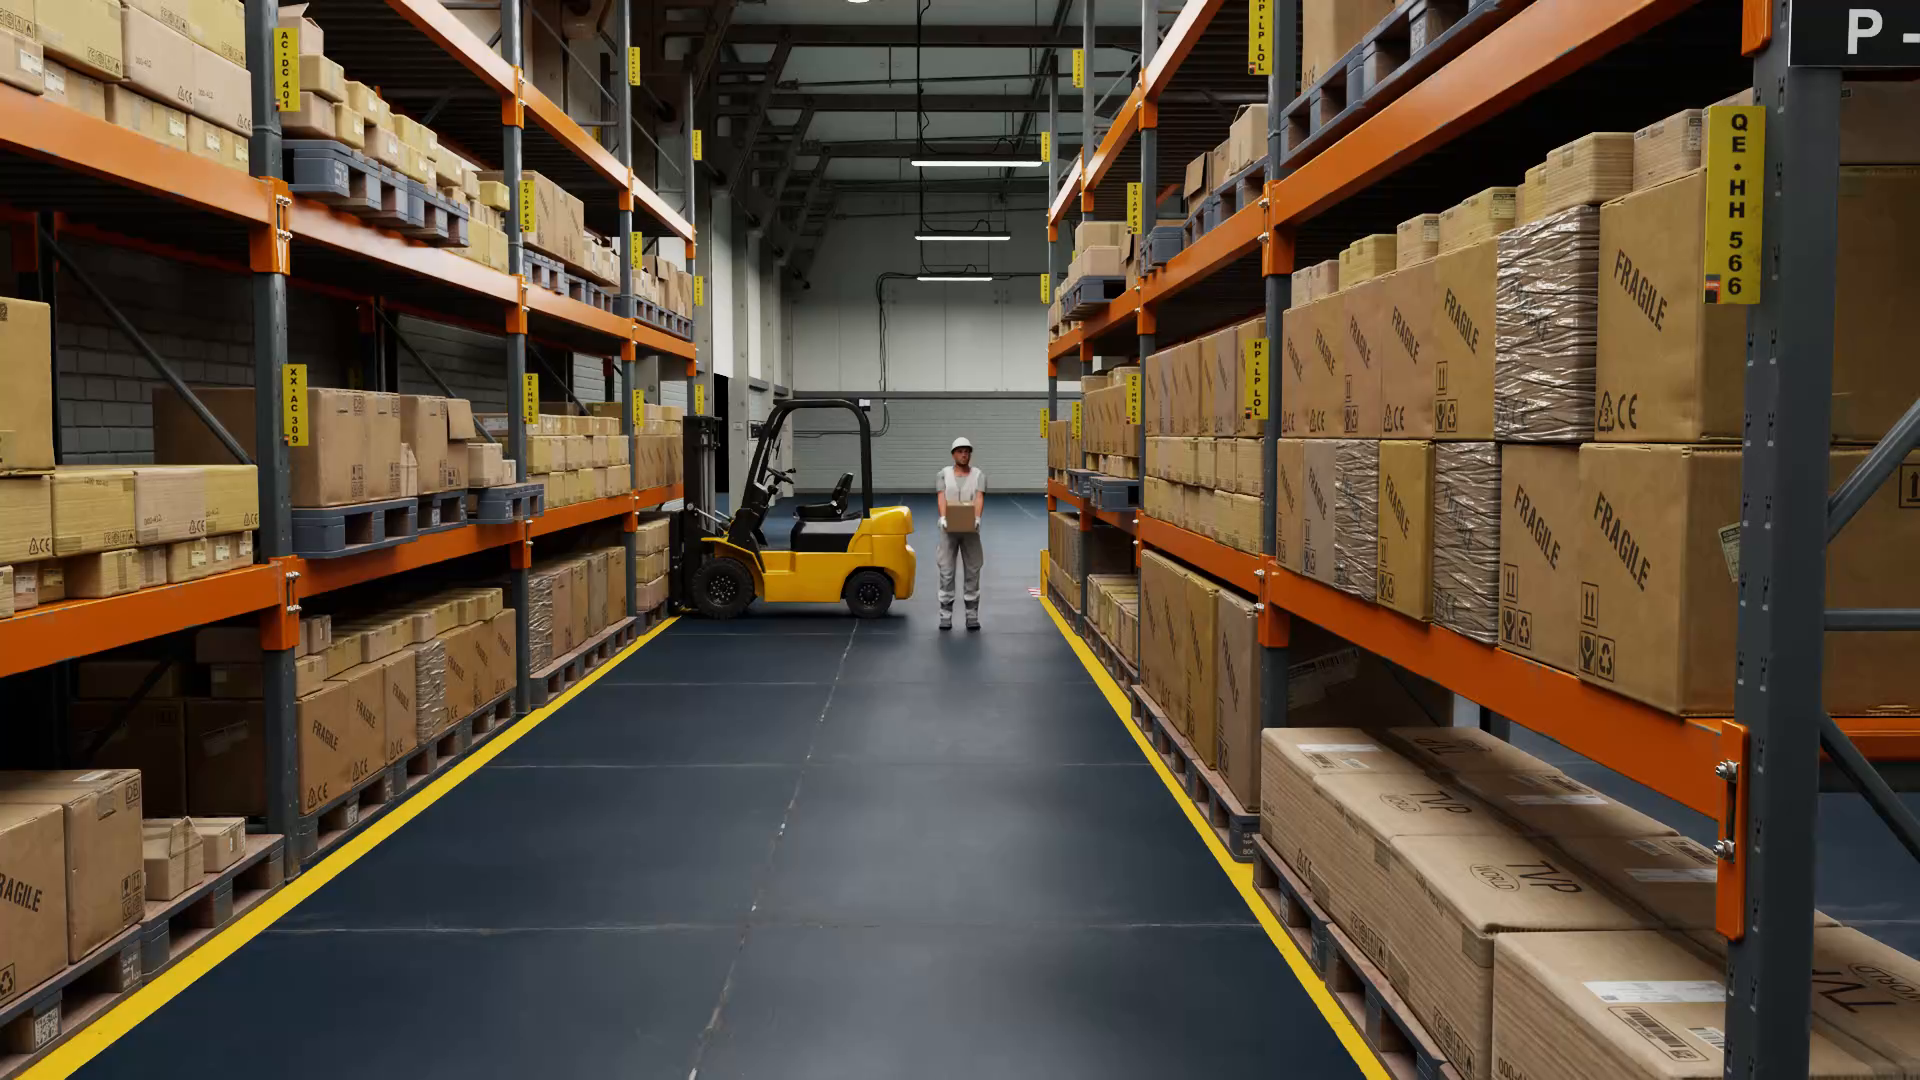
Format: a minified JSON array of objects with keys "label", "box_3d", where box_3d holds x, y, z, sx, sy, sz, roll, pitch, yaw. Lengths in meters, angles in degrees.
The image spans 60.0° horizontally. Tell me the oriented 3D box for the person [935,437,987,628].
[{"label":"person","box_3d":[0.014,-0.063,15.497,0.494,1.783,0.557,0,4,-2]}]
